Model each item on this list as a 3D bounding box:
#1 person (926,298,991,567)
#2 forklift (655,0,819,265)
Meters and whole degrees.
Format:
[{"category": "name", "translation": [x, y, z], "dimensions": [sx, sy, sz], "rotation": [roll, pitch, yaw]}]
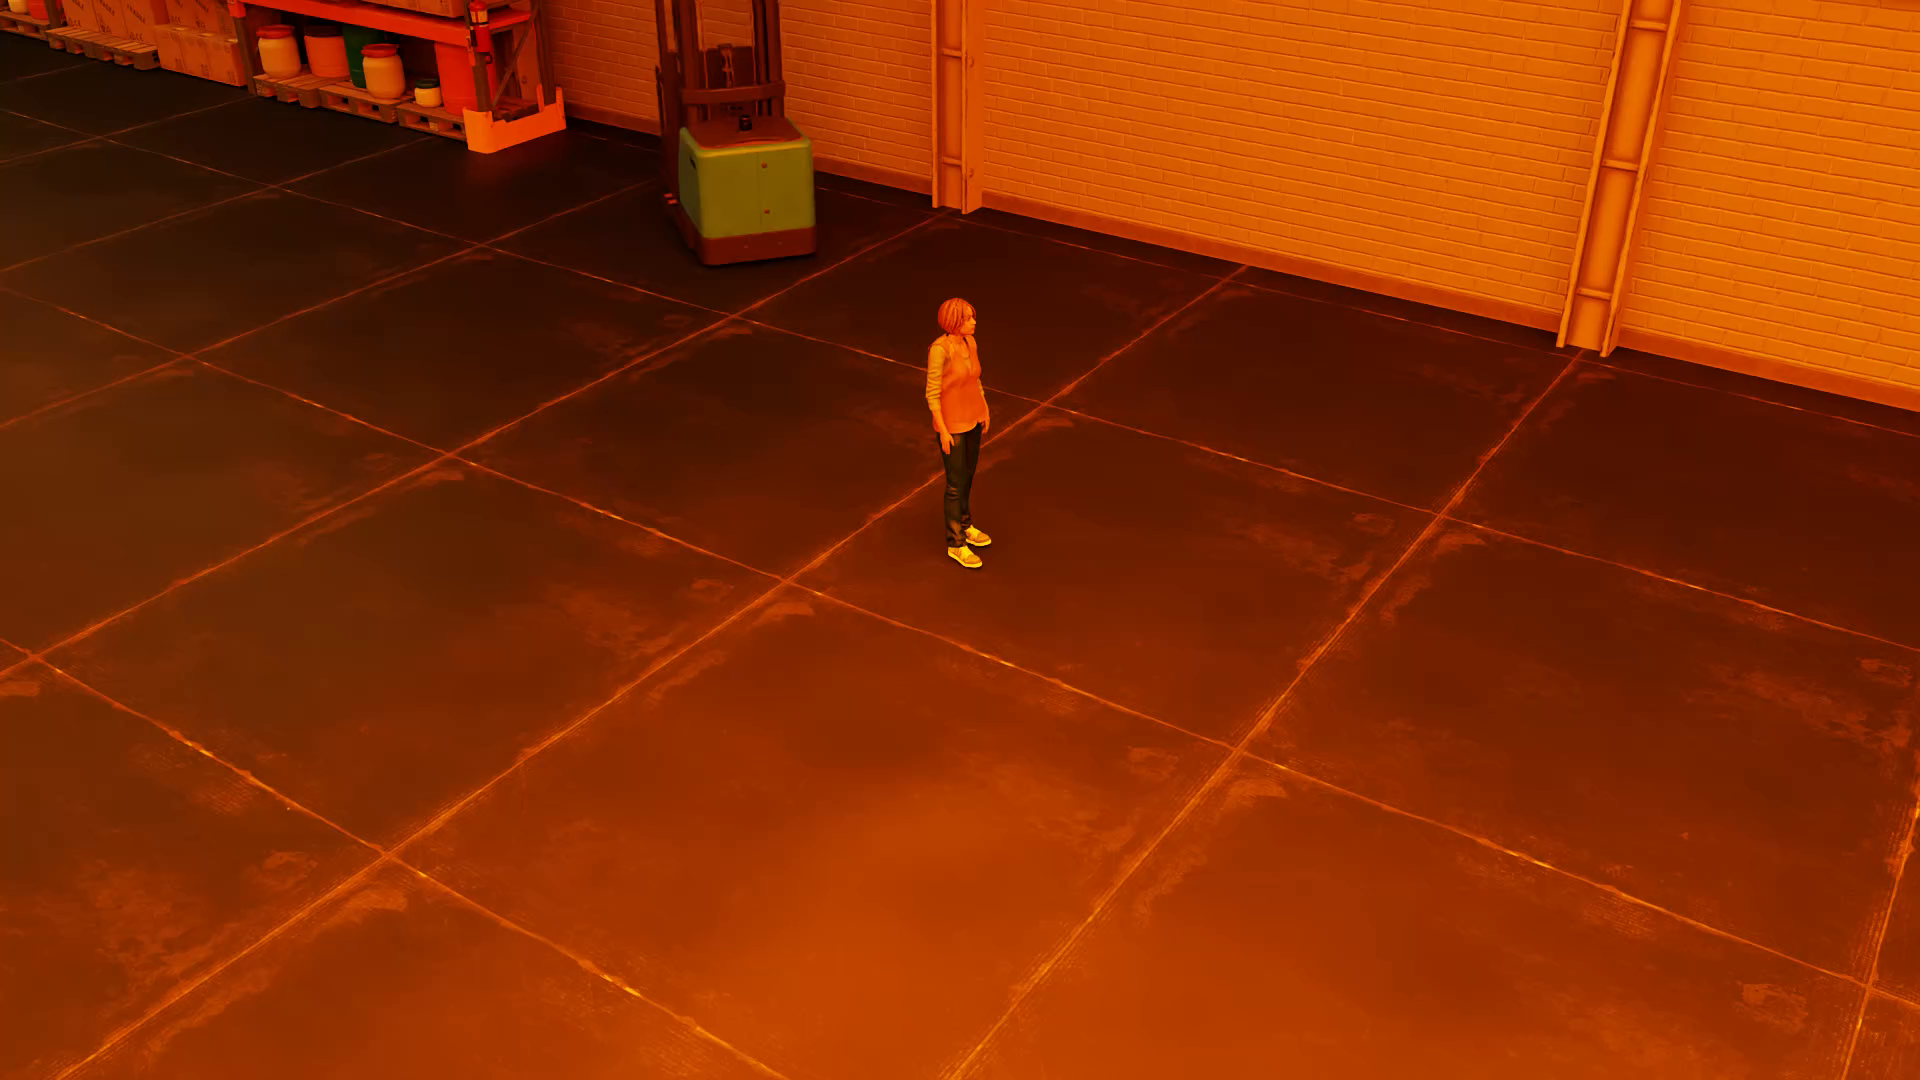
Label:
[{"category": "person", "translation": [0.053, -0.671, 10.050], "dimensions": [0.476, 1.597, 0.520], "rotation": [19, 35, 29]}, {"category": "forklift", "translation": [-2.224, -4.386, 15.135], "dimensions": [1.130, 2.935, 3.031], "rotation": [-10, 32, -17]}]
